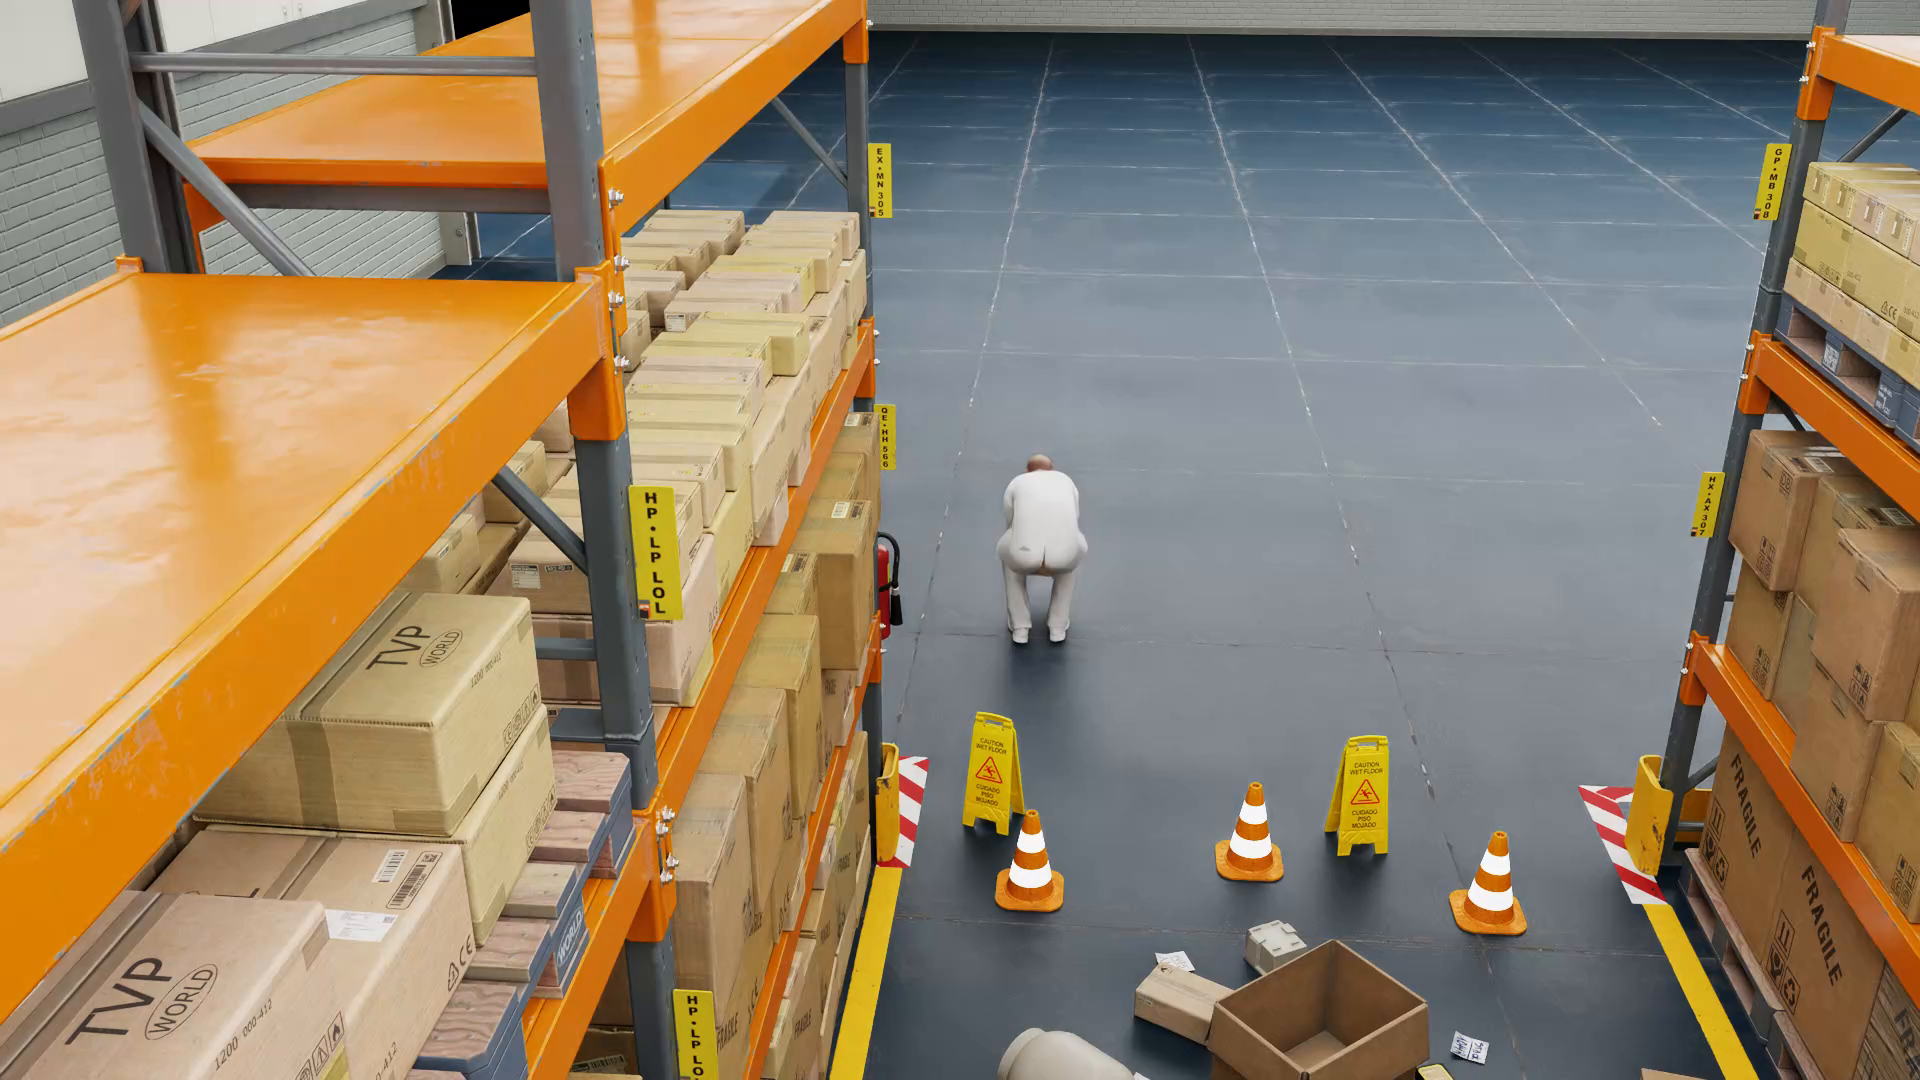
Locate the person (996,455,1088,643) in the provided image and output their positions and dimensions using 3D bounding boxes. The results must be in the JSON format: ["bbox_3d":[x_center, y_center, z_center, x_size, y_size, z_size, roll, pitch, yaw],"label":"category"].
[{"bbox_3d":[0.530,0.074,10.786,0.590,1.028,0.942,1,24,2],"label":"person"}]
